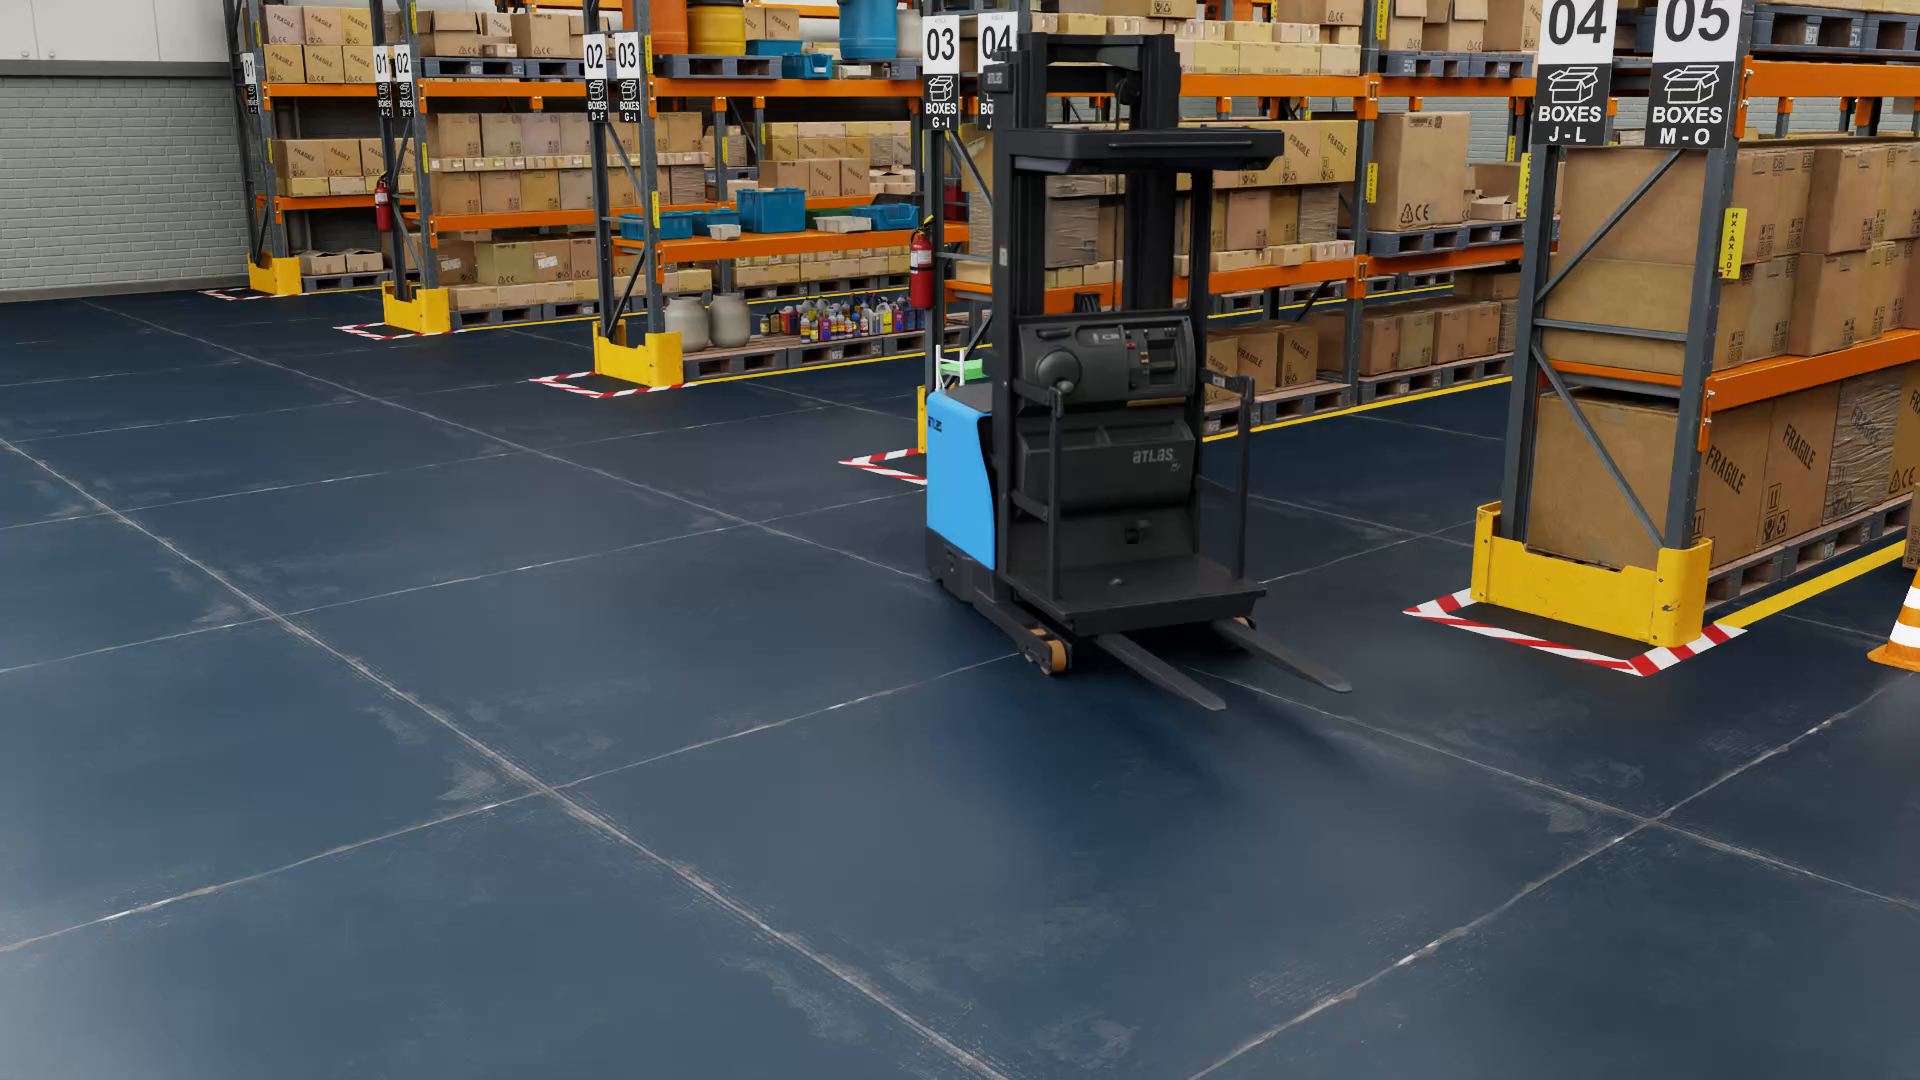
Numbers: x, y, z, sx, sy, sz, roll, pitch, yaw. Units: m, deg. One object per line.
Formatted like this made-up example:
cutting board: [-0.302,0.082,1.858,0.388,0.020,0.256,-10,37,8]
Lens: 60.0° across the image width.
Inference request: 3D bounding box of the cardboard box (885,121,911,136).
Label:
cardboard box: [-1.172,-7.312,29.550,0.500,0.250,0.500,-12,19,-38]

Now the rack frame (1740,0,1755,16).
rack frame: [3.286,-3.952,7.606,0.127,3.000,1.000,-13,19,-39]

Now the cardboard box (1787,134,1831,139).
cardboard box: [10.065,-4.616,19.978,0.500,0.500,0.500,-13,19,-39]

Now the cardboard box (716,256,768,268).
cardboard box: [-2.900,-3.810,22.128,0.500,0.311,0.500,-13,19,-39]

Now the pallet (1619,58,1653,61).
pallet: [6.593,-4.869,17.218,1.003,0.211,1.213,-12,19,-37]

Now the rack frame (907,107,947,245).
rack frame: [-0.595,-6.962,30.501,0.127,3.000,1.000,-13,19,-39]

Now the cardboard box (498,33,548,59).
cardboard box: [-5.278,-5.982,20.109,0.500,0.311,0.500,-10,18,-33]

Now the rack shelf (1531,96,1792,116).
rack shelf: [7.651,-4.832,18.107,4.000,0.370,1.077,-13,19,-39]

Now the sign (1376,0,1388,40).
sign: [3.486,-4.308,13.752,0.005,0.325,0.100,-13,19,-39]

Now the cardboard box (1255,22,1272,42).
cardboard box: [2.240,-4.004,13.132,0.250,0.149,0.380,-12,19,-37]

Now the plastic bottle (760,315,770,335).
plastic bottle: [-2.047,-2.257,17.458,0.097,0.201,0.097,0,15,0]

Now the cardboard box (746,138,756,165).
cardboard box: [-3.430,-6.617,28.402,0.500,0.500,0.500,-12,19,-39]

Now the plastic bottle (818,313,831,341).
plastic bottle: [-1.389,-2.182,17.016,0.133,0.283,0.061,-12,19,-38]

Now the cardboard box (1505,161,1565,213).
cardboard box: [5.761,-3.543,16.695,0.500,0.500,0.500,13,20,40]

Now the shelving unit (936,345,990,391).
shelving unit: [0.125,-0.608,10.200,0.503,1.200,0.258,-13,19,-39]

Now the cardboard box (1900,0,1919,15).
cardboard box: [4.899,-2.885,8.905,0.250,0.149,0.380,-12,19,-39]

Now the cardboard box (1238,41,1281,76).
cardboard box: [2.170,-3.788,13.099,0.500,0.250,0.500,-13,20,-40]

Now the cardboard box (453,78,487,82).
cardboard box: [-7.239,-6.897,24.212,0.500,0.500,0.500,14,20,42]

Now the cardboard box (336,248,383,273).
cardboard box: [-8.637,-4.039,23.915,0.500,0.311,0.500,-11,18,-35]

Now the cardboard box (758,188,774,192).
cardboard box: [-2.573,-4.632,22.264,0.250,0.149,0.380,-13,19,-39]

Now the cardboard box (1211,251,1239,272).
cardboard box: [2.014,-2.247,13.338,0.250,0.149,0.380,-13,19,-39]

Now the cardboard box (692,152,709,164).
cardboard box: [-3.440,-4.917,21.394,0.250,0.149,0.380,-13,20,-39]

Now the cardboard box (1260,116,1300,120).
cardboard box: [5.522,-7.078,28.805,0.500,0.500,0.500,-13,20,-40]

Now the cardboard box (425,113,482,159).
cardboard box: [-5.993,-4.726,19.422,0.500,0.500,0.700,-13,19,-39]

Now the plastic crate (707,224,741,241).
plastic crate: [-2.258,-2.962,16.037,0.250,0.136,0.298,-13,19,-39]

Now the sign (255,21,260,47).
sign: [-9.292,-6.695,21.995,0.005,0.325,0.100,-13,19,-39]

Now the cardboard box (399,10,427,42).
cardboard box: [-7.624,-7.274,23.686,0.500,0.500,0.500,-14,20,-41]

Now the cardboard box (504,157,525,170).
cardboard box: [-5.378,-4.481,19.762,0.250,0.149,0.380,-13,20,-40]

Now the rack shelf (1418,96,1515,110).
rack shelf: [7.417,-6.473,24.254,4.000,0.370,1.077,-13,19,-39]

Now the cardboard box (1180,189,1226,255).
cardboard box: [1.629,-2.583,13.336,0.500,0.500,0.875,-13,19,-39]

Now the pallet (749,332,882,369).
pallet: [-1.582,-2.017,17.393,1.213,0.211,1.003,-13,19,-39]

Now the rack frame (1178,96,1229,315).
rack frame: [2.891,-4.355,20.743,0.127,3.000,1.000,-13,19,-39]

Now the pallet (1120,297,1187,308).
pallet: [2.281,-2.885,20.640,1.213,0.211,1.003,-13,19,-39]

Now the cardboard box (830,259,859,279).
cardboard box: [-1.749,-3.798,23.170,0.500,0.250,0.500,-12,19,-38]

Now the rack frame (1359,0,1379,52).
rack frame: [3.124,-5.612,13.822,0.127,3.000,1.000,-13,19,-39]

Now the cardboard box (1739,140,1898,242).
cardboard box: [4.772,-1.997,9.532,0.500,0.550,0.875,-13,19,-39]

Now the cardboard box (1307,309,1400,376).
cardboard box: [3.602,-1.818,15.236,0.700,0.500,0.500,14,21,43]

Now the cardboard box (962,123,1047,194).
cardboard box: [0.359,-2.852,12.408,0.500,0.500,0.500,-13,19,-39]

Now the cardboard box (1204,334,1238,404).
cardboard box: [1.952,-1.430,13.821,0.500,0.500,0.500,14,20,42]

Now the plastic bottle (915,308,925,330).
plastic bottle: [-0.424,-2.445,17.873,0.185,0.351,0.144,-13,20,-41]

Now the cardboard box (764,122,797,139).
cardboard box: [-3.079,-6.880,27.931,0.500,0.250,0.500,-12,19,-38]

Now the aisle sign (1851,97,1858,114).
aisle sign: [12.034,-6.073,22.136,0.004,0.787,0.394,-13,19,-39]

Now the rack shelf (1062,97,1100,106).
rack shelf: [0.913,-8.402,31.475,4.000,0.370,1.077,-13,19,-39]

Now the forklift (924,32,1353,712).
forklift: [0.803,-0.900,7.939,1.130,2.935,3.031,-6,16,-20]

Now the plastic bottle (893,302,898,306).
plastic bottle: [-0.732,-2.553,18.564,0.097,0.201,0.097,0,15,0]

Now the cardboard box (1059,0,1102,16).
cardboard box: [1.110,-4.231,12.724,0.500,0.500,0.500,-13,19,-39]

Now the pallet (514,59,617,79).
pallet: [-4.922,-5.694,20.114,1.213,0.211,1.003,-13,19,-39]

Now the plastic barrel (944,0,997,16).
plastic barrel: [0.114,-5.498,18.235,0.708,0.901,0.600,-13,19,-39]

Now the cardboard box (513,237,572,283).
cardboard box: [-5.098,-3.422,20.309,0.500,0.500,0.500,-13,19,-39]

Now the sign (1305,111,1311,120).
sign: [6.026,-7.276,28.822,0.005,0.325,0.100,-13,19,-39]

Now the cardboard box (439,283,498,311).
cardboard box: [-5.843,-2.887,19.761,0.500,0.250,0.500,-13,19,-39]

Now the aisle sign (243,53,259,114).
aisle sign: [-9.505,-6.114,22.290,0.004,0.787,0.394,-13,19,-39]
